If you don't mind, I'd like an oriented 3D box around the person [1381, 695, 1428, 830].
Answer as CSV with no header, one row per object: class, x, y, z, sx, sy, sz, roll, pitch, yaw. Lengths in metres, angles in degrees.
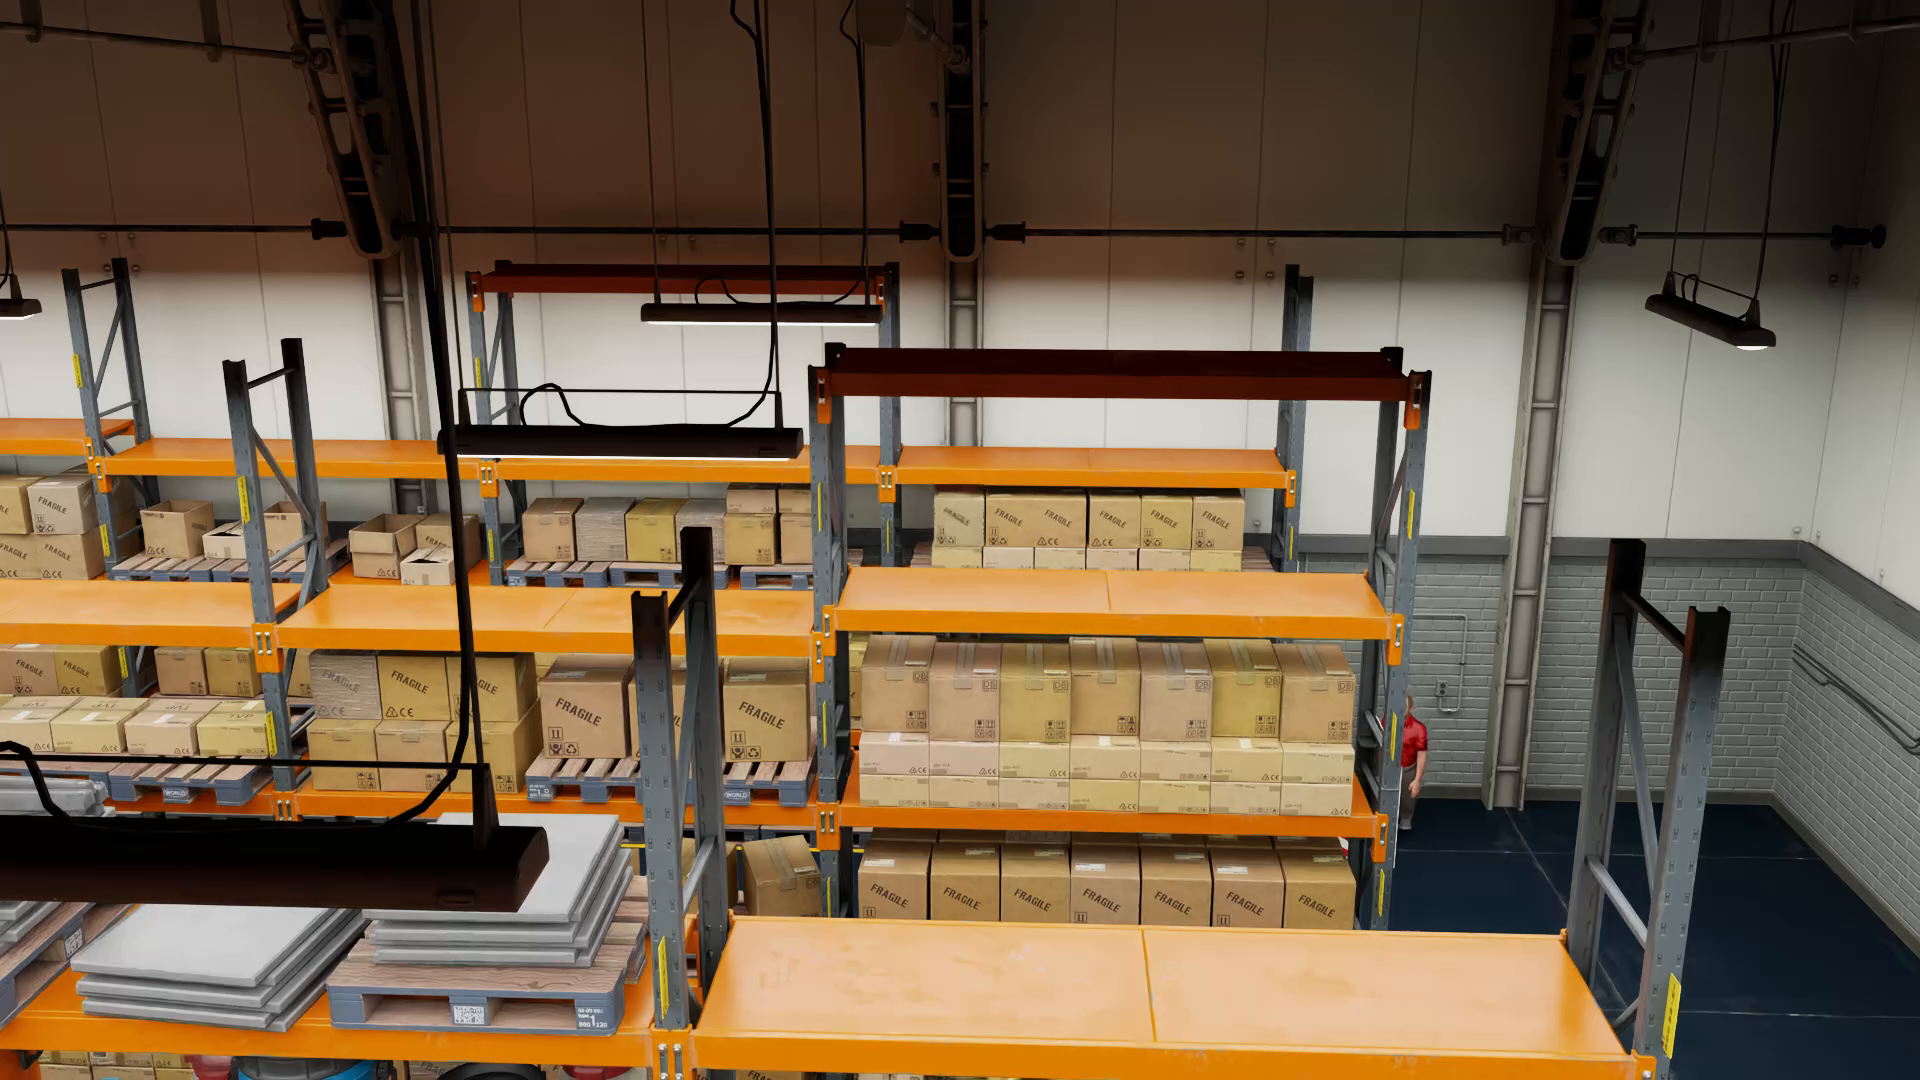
person,4.581,2.412,17.279,0.513,1.676,1.033,6,17,20
